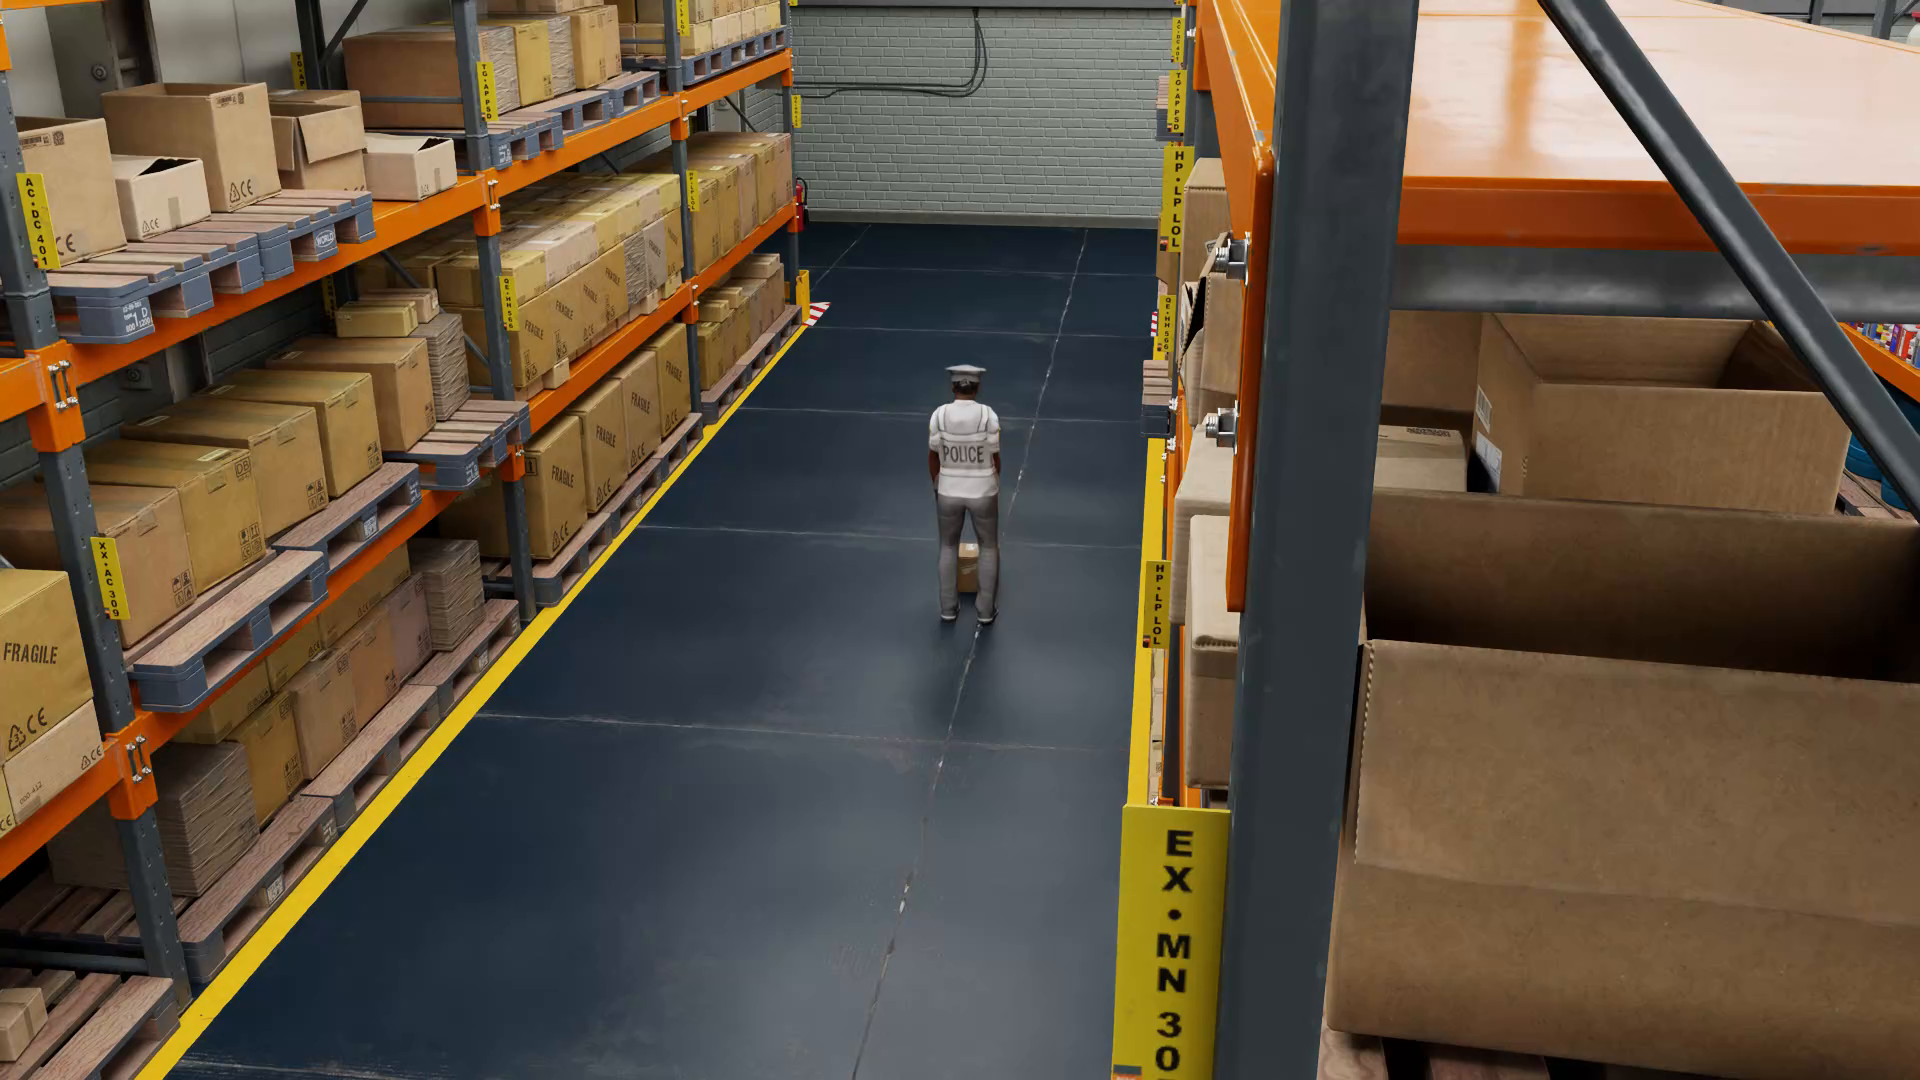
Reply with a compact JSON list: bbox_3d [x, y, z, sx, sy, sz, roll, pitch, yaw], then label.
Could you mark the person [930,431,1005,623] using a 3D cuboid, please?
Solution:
[{"bbox_3d":[0.036,-0.083,10.533,0.497,1.135,0.820,2,21,6],"label":"person"}]
